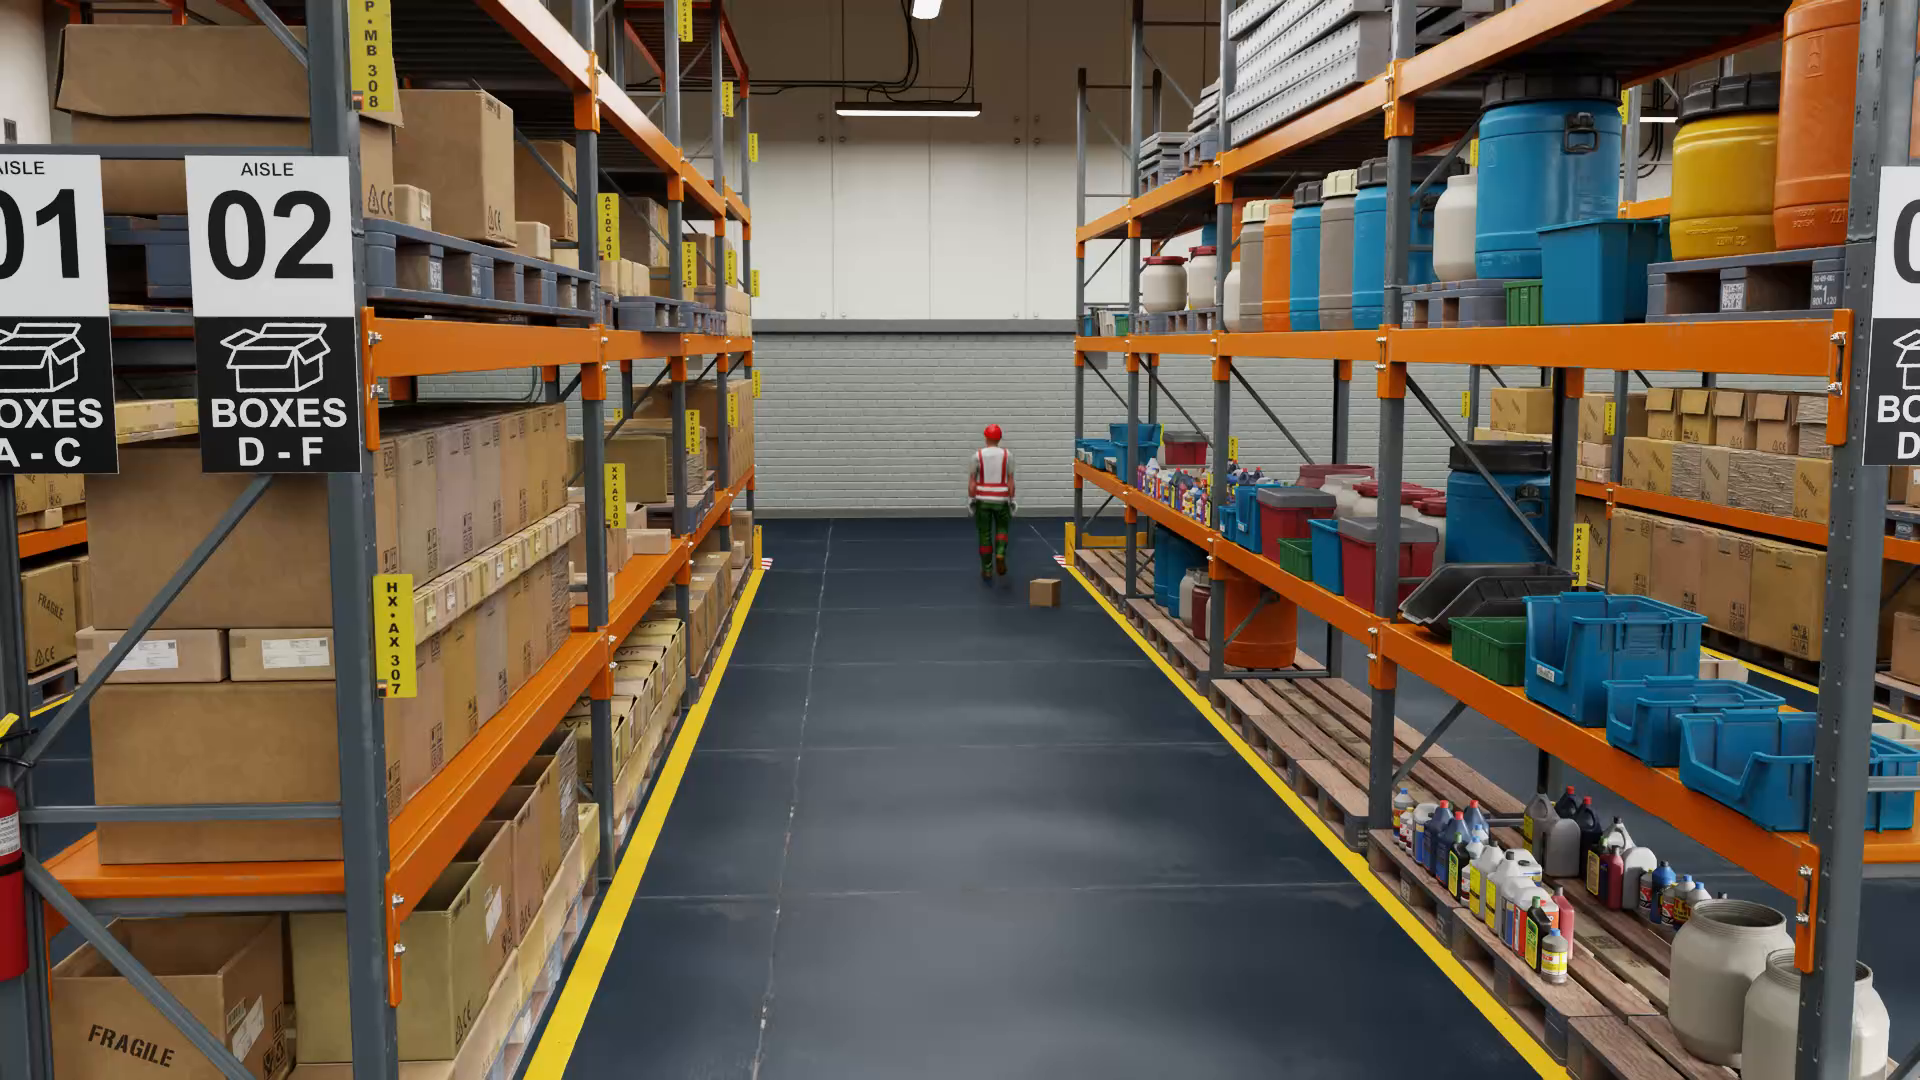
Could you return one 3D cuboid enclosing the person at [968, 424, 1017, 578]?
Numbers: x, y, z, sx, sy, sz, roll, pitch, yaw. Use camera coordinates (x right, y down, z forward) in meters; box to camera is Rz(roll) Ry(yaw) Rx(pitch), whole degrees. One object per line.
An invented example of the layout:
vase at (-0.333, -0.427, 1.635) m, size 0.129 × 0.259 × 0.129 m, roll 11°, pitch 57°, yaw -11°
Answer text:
person at (0.376, -0.461, 19.298) m, size 0.571 × 1.777 × 0.486 m, roll 0°, pitch 7°, yaw -4°
